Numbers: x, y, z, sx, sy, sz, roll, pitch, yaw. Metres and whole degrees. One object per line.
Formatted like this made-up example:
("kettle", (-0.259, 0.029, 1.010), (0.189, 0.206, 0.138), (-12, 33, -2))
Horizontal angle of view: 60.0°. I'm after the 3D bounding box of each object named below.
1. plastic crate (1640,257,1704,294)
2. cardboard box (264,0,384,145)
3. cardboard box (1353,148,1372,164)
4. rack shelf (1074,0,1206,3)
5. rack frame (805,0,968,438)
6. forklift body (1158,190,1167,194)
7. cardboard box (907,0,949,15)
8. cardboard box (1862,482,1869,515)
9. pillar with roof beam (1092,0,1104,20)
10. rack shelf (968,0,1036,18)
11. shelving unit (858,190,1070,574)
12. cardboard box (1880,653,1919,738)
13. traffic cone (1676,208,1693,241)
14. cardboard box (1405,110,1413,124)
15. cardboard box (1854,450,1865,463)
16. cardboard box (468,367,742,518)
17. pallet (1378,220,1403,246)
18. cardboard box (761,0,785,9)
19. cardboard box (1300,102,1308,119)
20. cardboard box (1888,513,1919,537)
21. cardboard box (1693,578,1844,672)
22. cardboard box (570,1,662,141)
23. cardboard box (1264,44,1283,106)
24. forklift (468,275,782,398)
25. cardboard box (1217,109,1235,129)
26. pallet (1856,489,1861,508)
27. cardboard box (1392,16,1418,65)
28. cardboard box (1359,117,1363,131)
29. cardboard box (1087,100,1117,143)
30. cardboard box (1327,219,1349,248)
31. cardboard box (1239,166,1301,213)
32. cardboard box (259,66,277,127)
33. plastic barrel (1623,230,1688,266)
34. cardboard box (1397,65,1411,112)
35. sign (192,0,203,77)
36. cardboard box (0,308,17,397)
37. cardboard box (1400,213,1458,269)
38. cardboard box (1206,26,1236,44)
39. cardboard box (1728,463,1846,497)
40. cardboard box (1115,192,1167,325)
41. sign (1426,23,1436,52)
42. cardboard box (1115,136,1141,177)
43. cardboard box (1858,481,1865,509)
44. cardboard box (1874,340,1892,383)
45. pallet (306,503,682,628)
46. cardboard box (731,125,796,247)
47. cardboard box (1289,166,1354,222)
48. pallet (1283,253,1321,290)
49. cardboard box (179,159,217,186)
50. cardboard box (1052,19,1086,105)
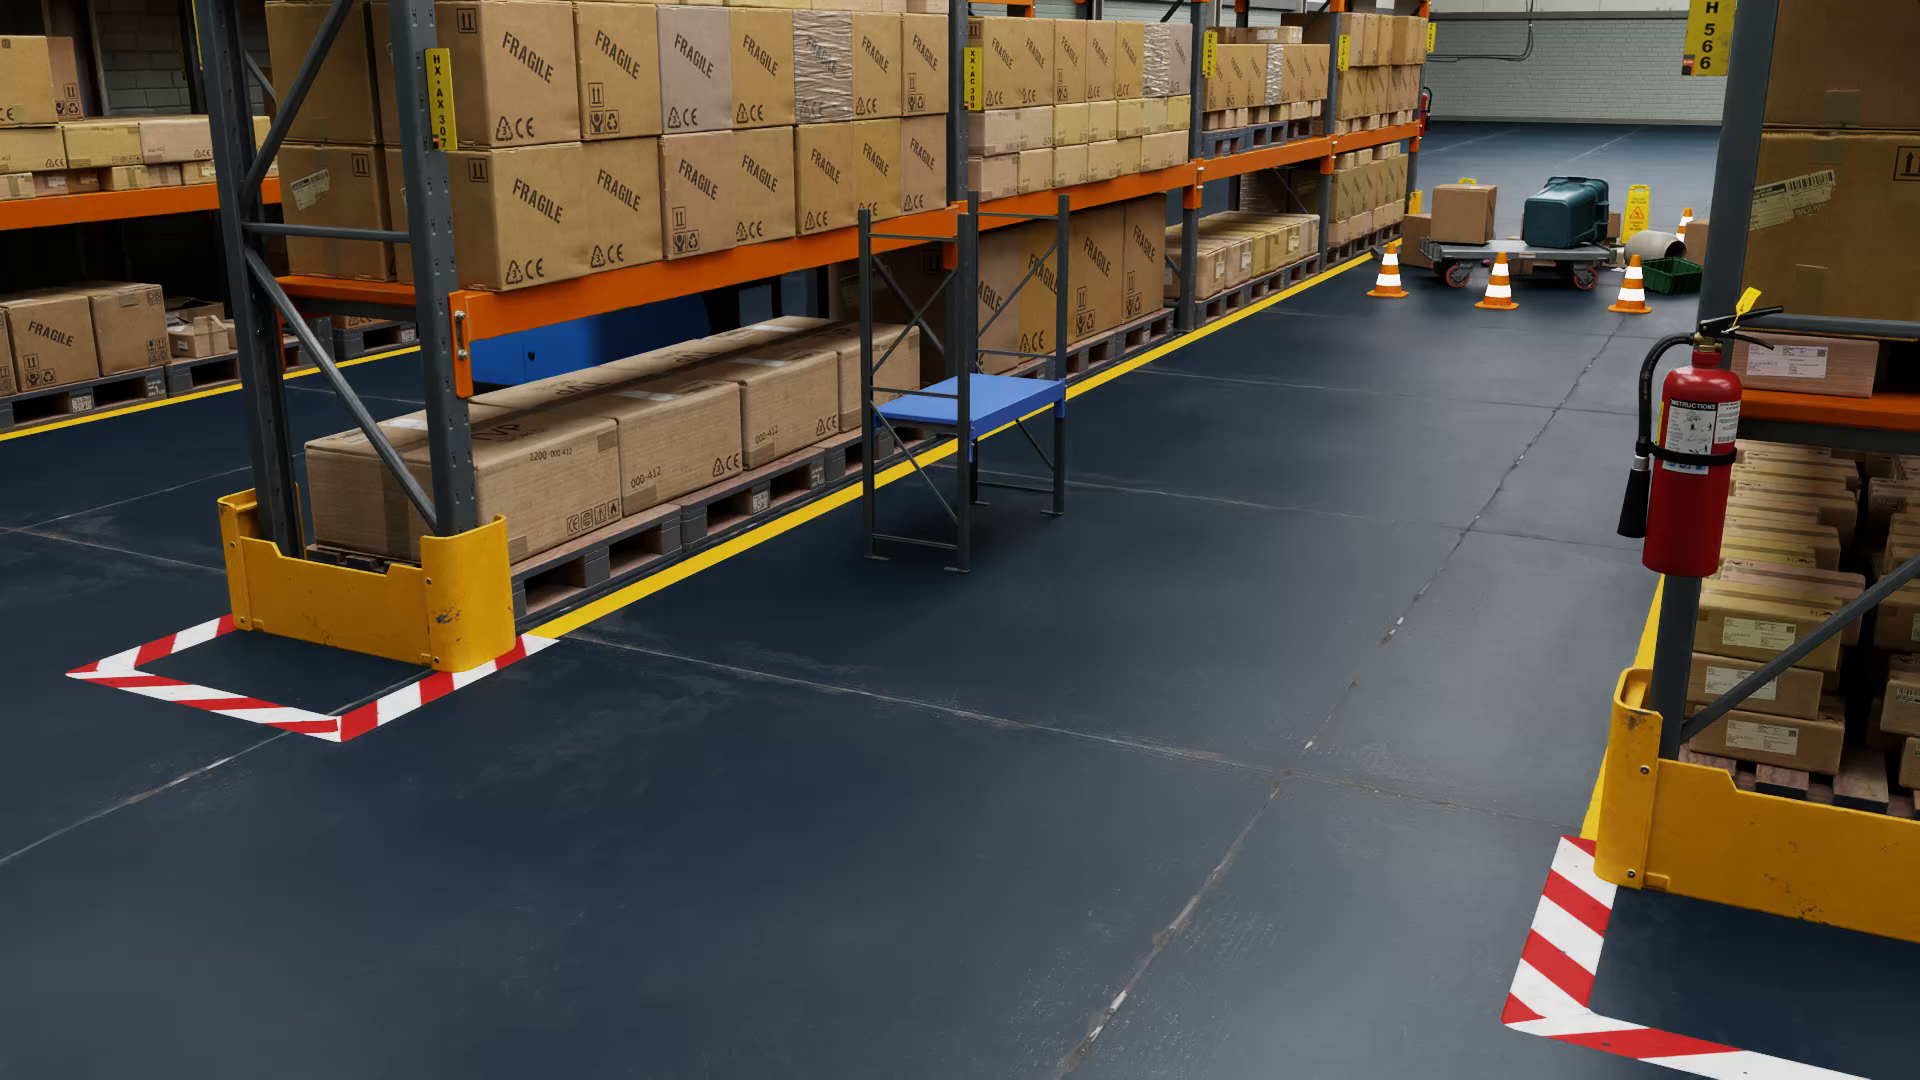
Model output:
("plastic crate", (6.525, -2.425, 15.257), (0.662, 0.188, 0.450), (-11, 30, -32))
("cardboard box", (-2.214, -1.762, 6.256), (0.500, 0.500, 0.500), (9, 19, 27))
("cardboard box", (4.106, -4.032, 17.466), (0.380, 0.149, 0.250), (9, 19, 29))
("rack shelf", (0.465, -3.703, 10.718), (1.077, 0.370, 4.000), (8, 18, 25))
("rack frame", (-0.429, -2.100, 9.328), (1.000, 3.000, 0.127), (8, 18, 25))
("forklift body", (1.276, -4.666, 19.455), (2.313, 2.155, 1.214), (8, 18, 25))
("cardboard box", (-0.282, -2.820, 8.678), (0.380, 0.149, 0.250), (8, 18, 24))
("cardboard box", (3.775, -0.161, 6.544), (0.380, 0.149, 0.250), (8, 18, 26))
("pillar with roof beam", (5.906, -9.581, 23.978), (9.100, 9.000, 0.400), (8, 18, 25))
("rack shelf", (-0.403, -6.371, 19.702), (1.077, 0.370, 4.000), (8, 18, 25))
("shelving unit", (0.038, -0.741, 7.384), (0.538, 1.500, 1.048), (8, 18, 25))
("cardboard box", (2.721, 0.444, 4.507), (0.380, 0.149, 0.250), (9, 19, 28))
("traffic cone", (7.899, -3.382, 18.099), (0.336, 0.463, 0.334), (8, 18, 25))
("cardboard box", (4.944, -4.835, 18.977), (0.380, 0.149, 0.250), (8, 18, 25))
("cardboard box", (4.612, -0.654, 8.110), (0.500, 0.500, 0.500), (9, 19, 28))
("cardboard box", (-1.609, -0.470, 7.600), (0.875, 0.438, 0.875), (9, 19, 27))
("pallet", (4.505, -3.598, 19.269), (1.003, 0.211, 1.213), (8, 18, 25))
("cardboard box", (-1.006, -2.438, 7.392), (0.380, 0.149, 0.250), (8, 18, 25))
("cardboard box", (2.946, -3.918, 15.150), (0.380, 0.149, 0.250), (8, 18, 24))
("cardboard box", (3.207, 0.036, 5.360), (0.380, 0.149, 0.250), (9, 19, 28))
("cardboard box", (2.267, 0.236, 4.688), (0.380, 0.149, 0.250), (8, 18, 26))
("cardboard box", (-1.522, -1.827, 6.476), (0.500, 0.500, 0.500), (8, 18, 24))
("cardboard box", (2.455, -3.992, 14.262), (0.500, 0.500, 0.500), (7, 18, 23))
("forklift", (-1.716, -2.336, 10.242), (1.130, 2.935, 3.031), (9, 19, 27))
("cardboard box", (1.990, -3.391, 13.376), (0.380, 0.149, 0.250), (7, 18, 22))
("pallet", (3.776, 0.016, 7.100), (1.003, 0.211, 1.213), (8, 18, 25))
("cardboard box", (4.532, -5.398, 17.976), (0.700, 0.500, 0.500), (8, 18, 25))
("cardboard box", (3.964, -4.330, 17.276), (0.380, 0.149, 0.250), (8, 18, 25))
("cardboard box", (0.701, -2.735, 10.850), (0.500, 0.250, 0.500), (7, 18, 24))
("cardboard box", (3.651, -3.137, 16.910), (0.500, 0.250, 0.500), (7, 18, 23))
("cardboard box", (3.170, -3.566, 17.036), (0.500, 0.500, 0.500), (8, 18, 25))
("cardboard box", (-4.455, -3.075, 11.696), (0.700, 0.500, 0.500), (9, 19, 27))
("plastic barrel", (6.754, -2.783, 16.151), (0.421, 0.421, 0.512), (-7, 18, -22))
("cardboard box", (4.709, -5.047, 18.551), (0.500, 0.500, 0.500), (8, 18, 25))
("sign", (-2.695, -1.823, 5.943), (0.100, 0.325, 0.005), (8, 18, 25))
("cardboard box", (-5.883, -1.072, 9.517), (0.700, 0.500, 0.500), (9, 19, 28))
("cardboard box", (4.842, -3.041, 16.880), (0.500, 0.500, 0.500), (-7, 18, -22))
("cardboard box", (2.226, -4.476, 14.752), (0.380, 0.149, 0.250), (9, 19, 28))
("cardboard box", (2.984, -0.160, 6.019), (0.380, 0.149, 0.250), (8, 18, 26))
("cardboard box", (0.976, -2.137, 12.444), (0.875, 0.875, 0.875), (8, 18, 25))
("sign", (5.421, -5.788, 19.154), (0.100, 0.325, 0.005), (8, 18, 25))
("cardboard box", (0.911, -2.627, 11.365), (0.500, 0.250, 0.500), (8, 18, 25))
("cardboard box", (3.983, -0.132, 6.971), (0.380, 0.149, 0.250), (9, 19, 27))
("cardboard box", (2.295, -0.535, 4.497), (0.380, 0.149, 0.250), (8, 18, 25))
("pallet", (-1.929, 0.042, 7.014), (1.003, 0.211, 1.213), (8, 18, 25))
("cardboard box", (-1.091, -1.605, 7.483), (0.500, 0.500, 0.500), (9, 19, 27))
("cardboard box", (3.651, -3.497, 16.804), (0.500, 0.500, 0.500), (9, 19, 28))
("pallet", (2.799, -2.603, 15.917), (1.003, 0.211, 1.213), (8, 18, 25))
("cardboard box", (-4.979, -2.359, 10.639), (0.380, 0.149, 0.250), (9, 19, 27))
("cardboard box", (0.454, -2.964, 10.303), (0.500, 0.500, 0.500), (8, 18, 24))
